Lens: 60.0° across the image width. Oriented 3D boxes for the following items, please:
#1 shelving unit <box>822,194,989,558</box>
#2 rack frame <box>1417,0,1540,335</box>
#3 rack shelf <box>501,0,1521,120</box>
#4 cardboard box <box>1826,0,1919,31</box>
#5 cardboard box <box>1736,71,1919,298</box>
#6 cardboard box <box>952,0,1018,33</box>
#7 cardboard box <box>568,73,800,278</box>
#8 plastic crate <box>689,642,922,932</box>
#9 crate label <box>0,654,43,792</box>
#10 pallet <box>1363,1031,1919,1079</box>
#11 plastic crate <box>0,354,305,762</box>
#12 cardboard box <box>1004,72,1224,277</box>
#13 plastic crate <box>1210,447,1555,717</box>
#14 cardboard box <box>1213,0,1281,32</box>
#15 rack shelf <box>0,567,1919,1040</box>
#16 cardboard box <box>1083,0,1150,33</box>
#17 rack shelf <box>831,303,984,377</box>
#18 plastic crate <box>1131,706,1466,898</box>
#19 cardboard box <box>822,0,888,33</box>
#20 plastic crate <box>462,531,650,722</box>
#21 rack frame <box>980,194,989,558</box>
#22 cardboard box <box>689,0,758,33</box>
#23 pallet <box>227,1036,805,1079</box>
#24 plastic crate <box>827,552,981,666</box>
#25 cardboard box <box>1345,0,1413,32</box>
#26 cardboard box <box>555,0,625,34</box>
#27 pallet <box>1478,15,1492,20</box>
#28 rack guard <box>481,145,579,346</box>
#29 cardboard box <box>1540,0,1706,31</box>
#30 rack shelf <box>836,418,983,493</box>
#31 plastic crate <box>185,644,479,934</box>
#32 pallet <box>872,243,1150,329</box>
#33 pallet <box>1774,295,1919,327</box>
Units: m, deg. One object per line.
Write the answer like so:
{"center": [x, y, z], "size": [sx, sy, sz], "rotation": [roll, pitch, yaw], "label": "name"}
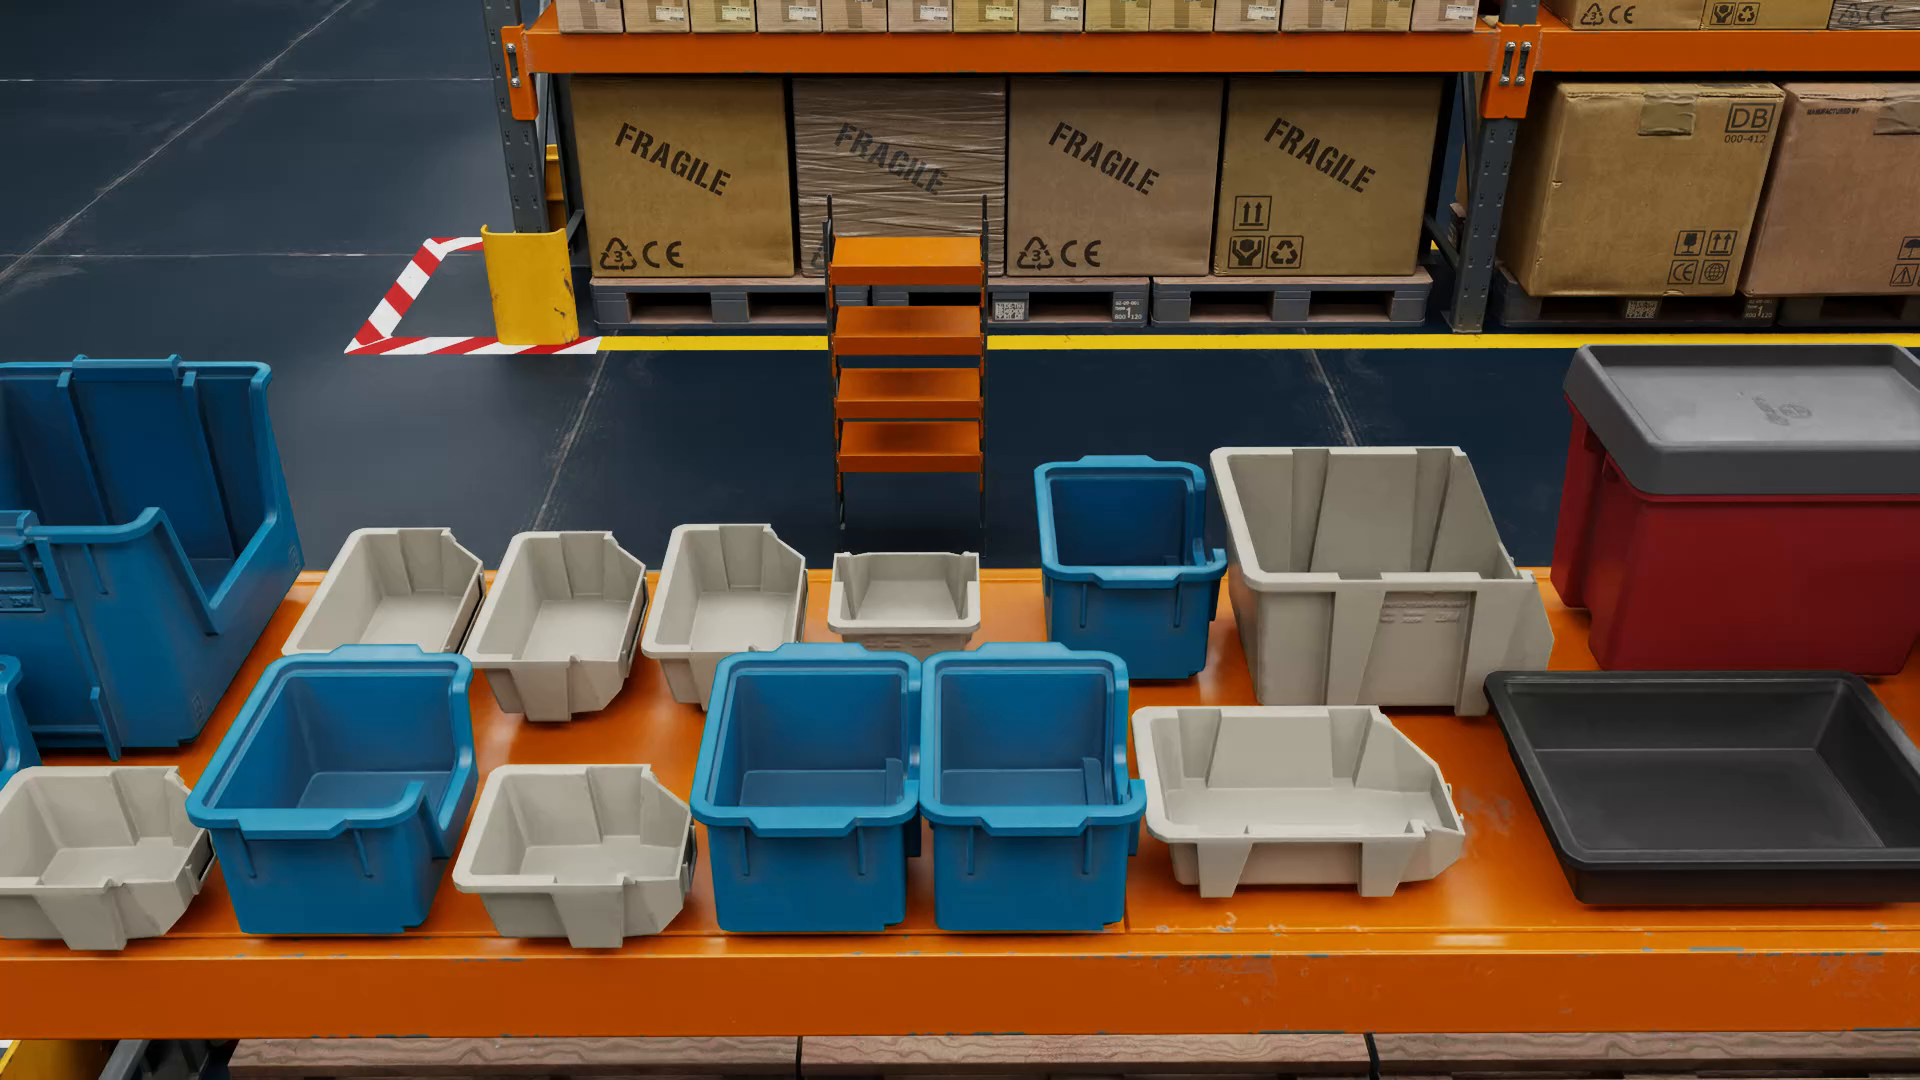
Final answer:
{"center": [-0.166, -0.512, 5.438], "size": [0.503, 1.200, 0.258], "rotation": [0, 31, 0], "label": "shelving unit"}
{"center": [2.199, -2.433, 6.868], "size": [0.127, 3.000, 1.000], "rotation": [0, 31, 0], "label": "rack frame"}
{"center": [0.199, -2.119, 7.045], "size": [4.000, 0.370, 1.077], "rotation": [0, 31, 0], "label": "rack shelf"}
{"center": [3.664, -2.351, 6.637], "size": [0.500, 0.500, 0.500], "rotation": [-1, 31, -1], "label": "cardboard box"}
{"center": [3.733, -1.720, 7.336], "size": [0.875, 0.875, 1.225], "rotation": [-1, 31, -2], "label": "cardboard box"}
{"center": [0.095, -2.149, 6.642], "size": [0.250, 0.149, 0.380], "rotation": [-1, 31, -2], "label": "cardboard box"}
{"center": [-1.161, -1.735, 7.362], "size": [0.875, 0.875, 0.875], "rotation": [0, 31, 0], "label": "cardboard box"}
{"center": [-0.205, 0.360, 2.368], "size": [0.300, 0.233, 0.416], "rotation": [0, 31, 0], "label": "plastic crate"}
{"center": [-1.522, 0.365, 2.361], "size": [0.303, 0.233, 0.416], "rotation": [0, 31, 0], "label": "crate label"}
{"center": [1.494, 1.351, 3.320], "size": [1.213, 0.211, 1.003], "rotation": [0, 31, 0], "label": "pallet"}
{"center": [-1.437, 0.010, 2.750], "size": [0.499, 0.435, 0.616], "rotation": [0, 31, 0], "label": "plastic crate"}
{"center": [0.639, -1.741, 7.371], "size": [0.875, 0.875, 0.875], "rotation": [0, 31, 0], "label": "cardboard box"}
{"center": [0.701, 0.070, 2.799], "size": [0.530, 0.282, 0.437], "rotation": [0, 31, 0], "label": "plastic crate"}
{"center": [1.125, -2.152, 6.648], "size": [0.250, 0.149, 0.380], "rotation": [0, 31, 1], "label": "cardboard box"}
{"center": [0.229, 0.450, 2.810], "size": [4.000, 0.370, 1.077], "rotation": [0, 31, 0], "label": "rack shelf"}
{"center": [0.611, -2.150, 6.645], "size": [0.250, 0.149, 0.380], "rotation": [-1, 31, -1], "label": "cardboard box"}
{"center": [-0.166, -0.646, 5.357], "size": [0.480, 0.148, 0.258], "rotation": [0, 31, 0], "label": "rack shelf"}
{"center": [0.490, 0.385, 2.421], "size": [0.466, 0.136, 0.293], "rotation": [0, 31, 0], "label": "plastic crate"}
{"center": [-0.416, -2.147, 6.639], "size": [0.250, 0.149, 0.380], "rotation": [-1, 31, -1], "label": "cardboard box"}
{"center": [-0.666, 0.146, 2.814], "size": [0.243, 0.136, 0.396], "rotation": [0, 31, 0], "label": "plastic crate"}
{"center": [0.078, -0.513, 5.439], "size": [0.015, 1.200, 0.240], "rotation": [0, 31, 0], "label": "rack frame"}
{"center": [-0.931, -2.146, 6.637], "size": [0.250, 0.149, 0.380], "rotation": [-1, 31, -1], "label": "cardboard box"}
{"center": [-0.946, 1.358, 3.308], "size": [1.213, 0.211, 1.003], "rotation": [0, 31, 0], "label": "pallet"}
{"center": [-0.092, 0.122, 2.854], "size": [0.250, 0.136, 0.298], "rotation": [0, 31, 0], "label": "plastic crate"}
{"center": [1.638, -2.154, 6.650], "size": [0.250, 0.149, 0.380], "rotation": [0, 31, 1], "label": "cardboard box"}
{"center": [-1.444, -2.143, 6.633], "size": [0.250, 0.149, 0.380], "rotation": [0, 31, 0], "label": "cardboard box"}
{"center": [3.049, -3.817, 11.838], "size": [1.213, 0.211, 1.003], "rotation": [0, 31, 0], "label": "pallet"}
{"center": [-1.825, -1.352, 7.496], "size": [0.348, 0.500, 1.175], "rotation": [0, 31, 0], "label": "rack guard"}
{"center": [2.661, -2.347, 6.631], "size": [0.500, 0.500, 0.500], "rotation": [0, 31, 0], "label": "cardboard box"}
{"center": [-0.166, -0.285, 5.576], "size": [0.480, 0.148, 0.258], "rotation": [0, 31, 0], "label": "rack shelf"}
{"center": [-0.864, 0.363, 2.364], "size": [0.300, 0.233, 0.416], "rotation": [0, 31, 0], "label": "plastic crate"}
{"center": [0.215, -1.274, 7.646], "size": [1.213, 0.211, 1.003], "rotation": [0, 31, 0], "label": "pallet"}
{"center": [4.194, -1.288, 7.669], "size": [1.213, 0.211, 1.003], "rotation": [0, 31, 0], "label": "pallet"}
